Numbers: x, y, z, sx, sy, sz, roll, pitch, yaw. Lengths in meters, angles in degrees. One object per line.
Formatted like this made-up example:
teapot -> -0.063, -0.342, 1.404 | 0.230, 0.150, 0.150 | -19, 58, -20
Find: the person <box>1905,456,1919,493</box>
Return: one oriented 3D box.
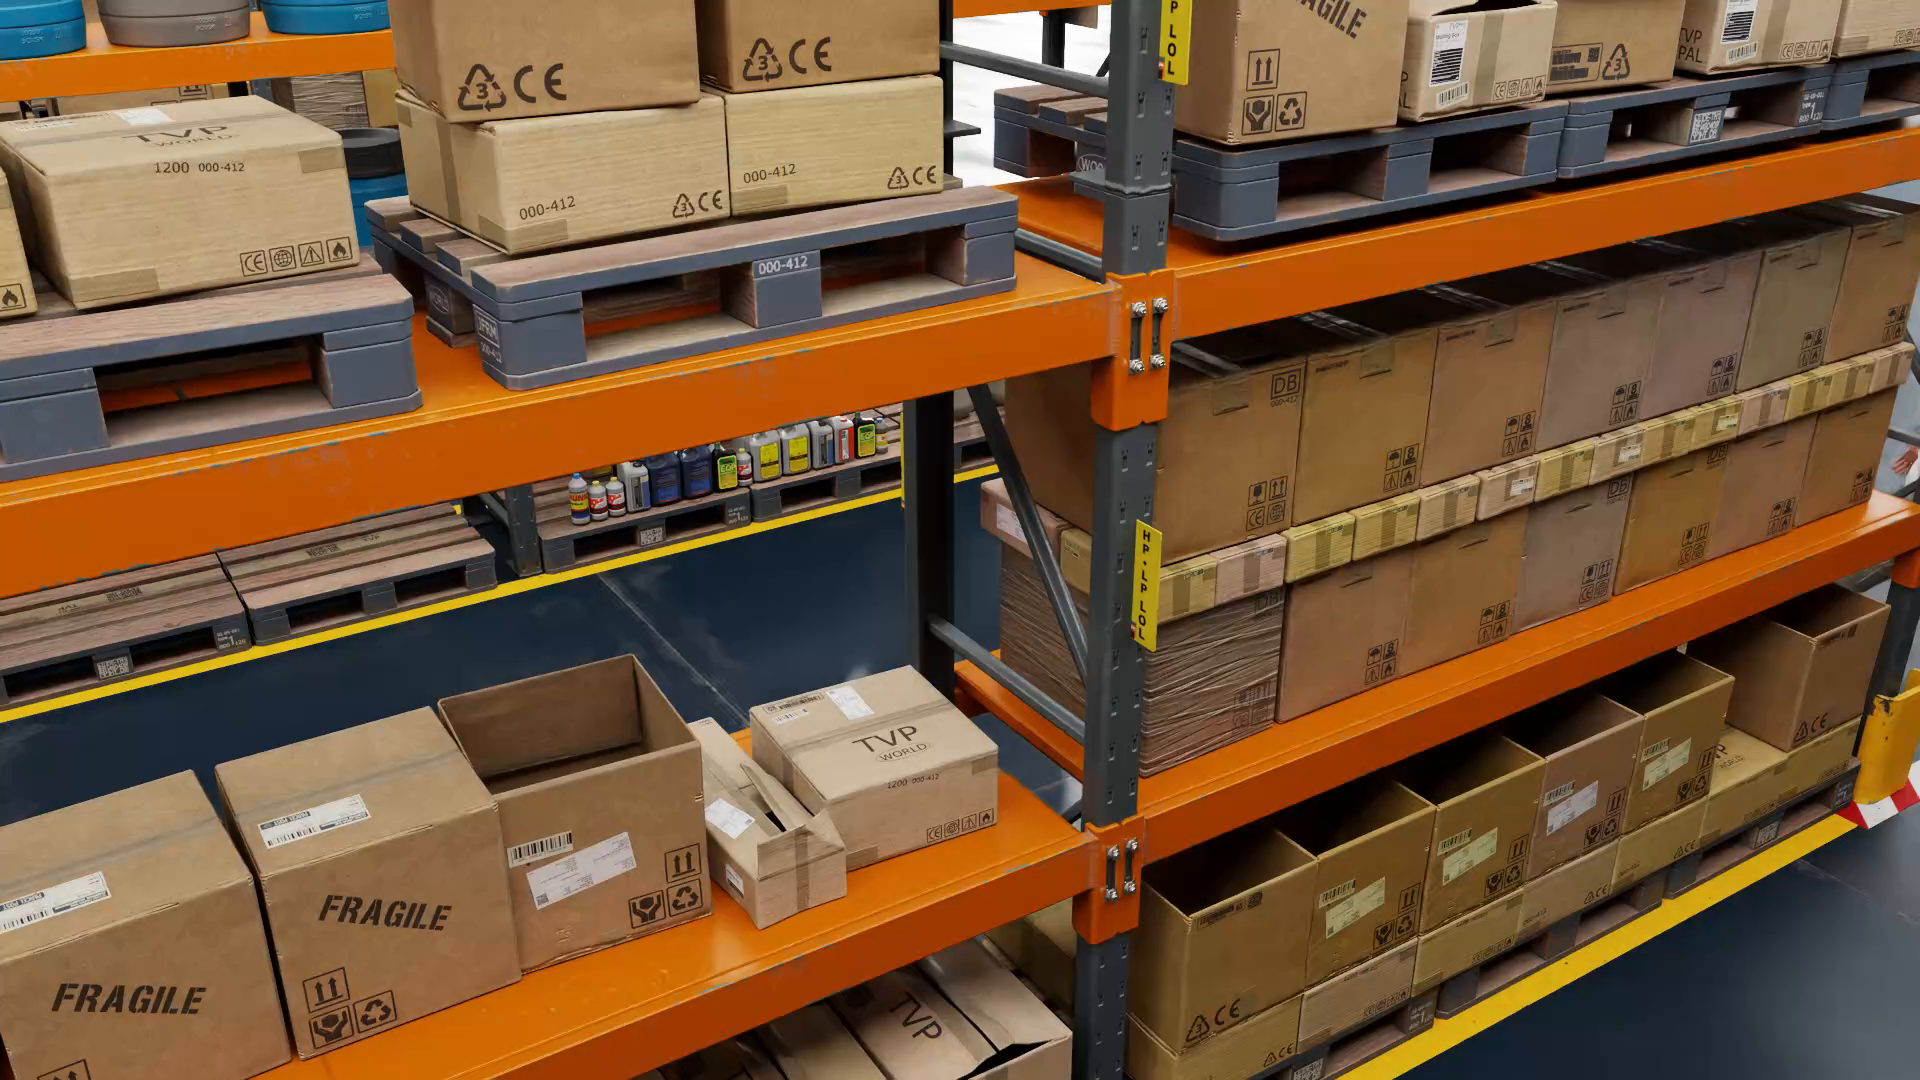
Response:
person -> 4.569, -0.228, 7.599 | 0.450, 1.712, 1.048 | -16, 30, -31
